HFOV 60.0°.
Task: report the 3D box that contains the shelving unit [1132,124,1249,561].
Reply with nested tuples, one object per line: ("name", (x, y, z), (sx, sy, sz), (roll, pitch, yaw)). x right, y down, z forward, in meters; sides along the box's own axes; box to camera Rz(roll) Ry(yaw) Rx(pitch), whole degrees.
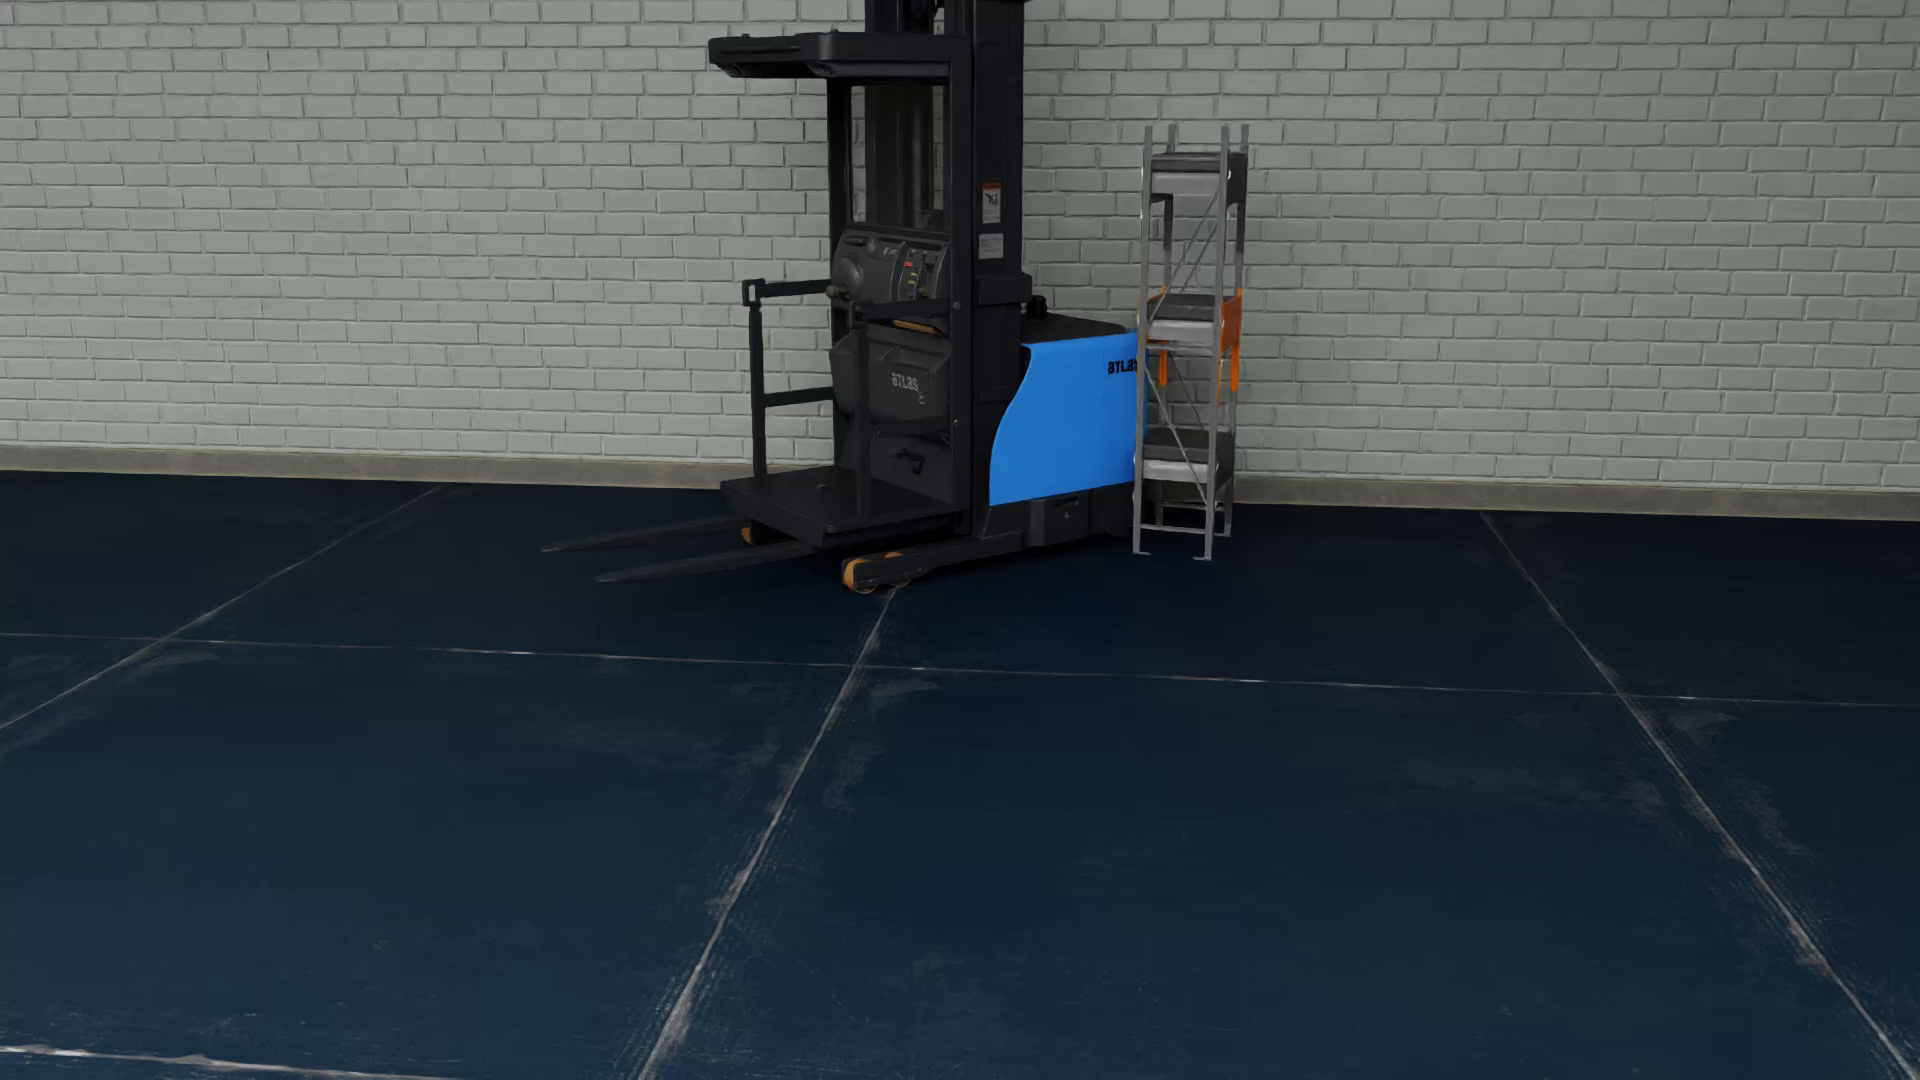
("shelving unit", (1.147, -0.989, 8.295), (0.431, 2.100, 0.503), (5, 16, 19))

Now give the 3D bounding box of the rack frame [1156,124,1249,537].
("rack frame", (1.231, -1.048, 8.517), (0.400, 2.100, 0.015), (5, 16, 19))

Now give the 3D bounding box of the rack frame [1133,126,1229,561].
("rack frame", (1.064, -0.929, 8.074), (0.400, 2.100, 0.015), (5, 16, 19))

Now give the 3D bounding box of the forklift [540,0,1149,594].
("forklift", (-0.514, -1.320, 7.927), (3.031, 2.935, 1.130), (-11, 18, -34))

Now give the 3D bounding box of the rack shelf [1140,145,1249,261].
("rack shelf", (1.147, -1.651, 8.116), (0.431, 0.518, 0.480), (5, 16, 19))

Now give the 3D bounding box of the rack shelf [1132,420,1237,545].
("rack shelf", (1.147, -0.300, 8.482), (0.431, 0.518, 0.480), (5, 16, 19))

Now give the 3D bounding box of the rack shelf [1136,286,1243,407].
("rack shelf", (1.147, -0.975, 8.299), (0.431, 0.518, 0.480), (5, 16, 19))
